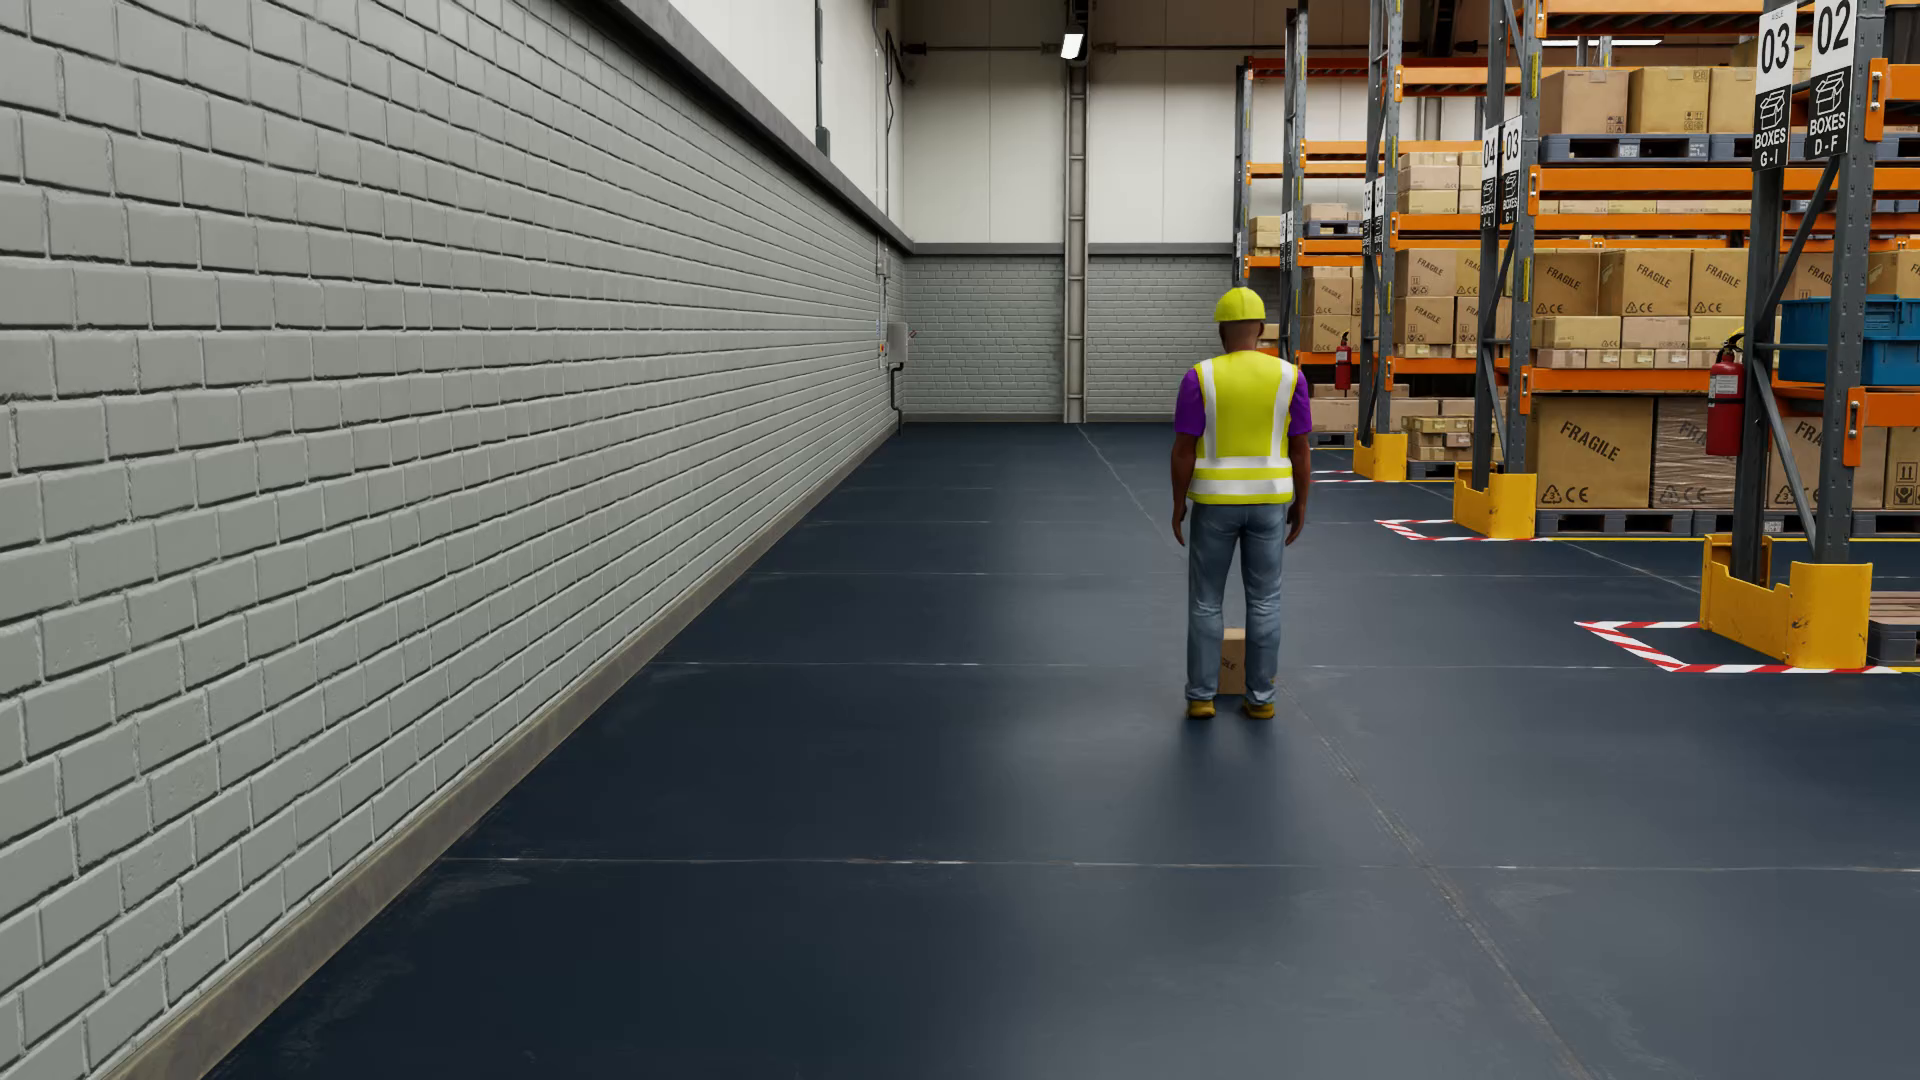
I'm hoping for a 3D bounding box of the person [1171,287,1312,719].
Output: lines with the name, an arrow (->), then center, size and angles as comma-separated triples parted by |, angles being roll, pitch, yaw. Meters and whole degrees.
person -> 1.150, -0.127, 6.865 | 0.575, 1.815, 0.367 | 0, 7, 0
